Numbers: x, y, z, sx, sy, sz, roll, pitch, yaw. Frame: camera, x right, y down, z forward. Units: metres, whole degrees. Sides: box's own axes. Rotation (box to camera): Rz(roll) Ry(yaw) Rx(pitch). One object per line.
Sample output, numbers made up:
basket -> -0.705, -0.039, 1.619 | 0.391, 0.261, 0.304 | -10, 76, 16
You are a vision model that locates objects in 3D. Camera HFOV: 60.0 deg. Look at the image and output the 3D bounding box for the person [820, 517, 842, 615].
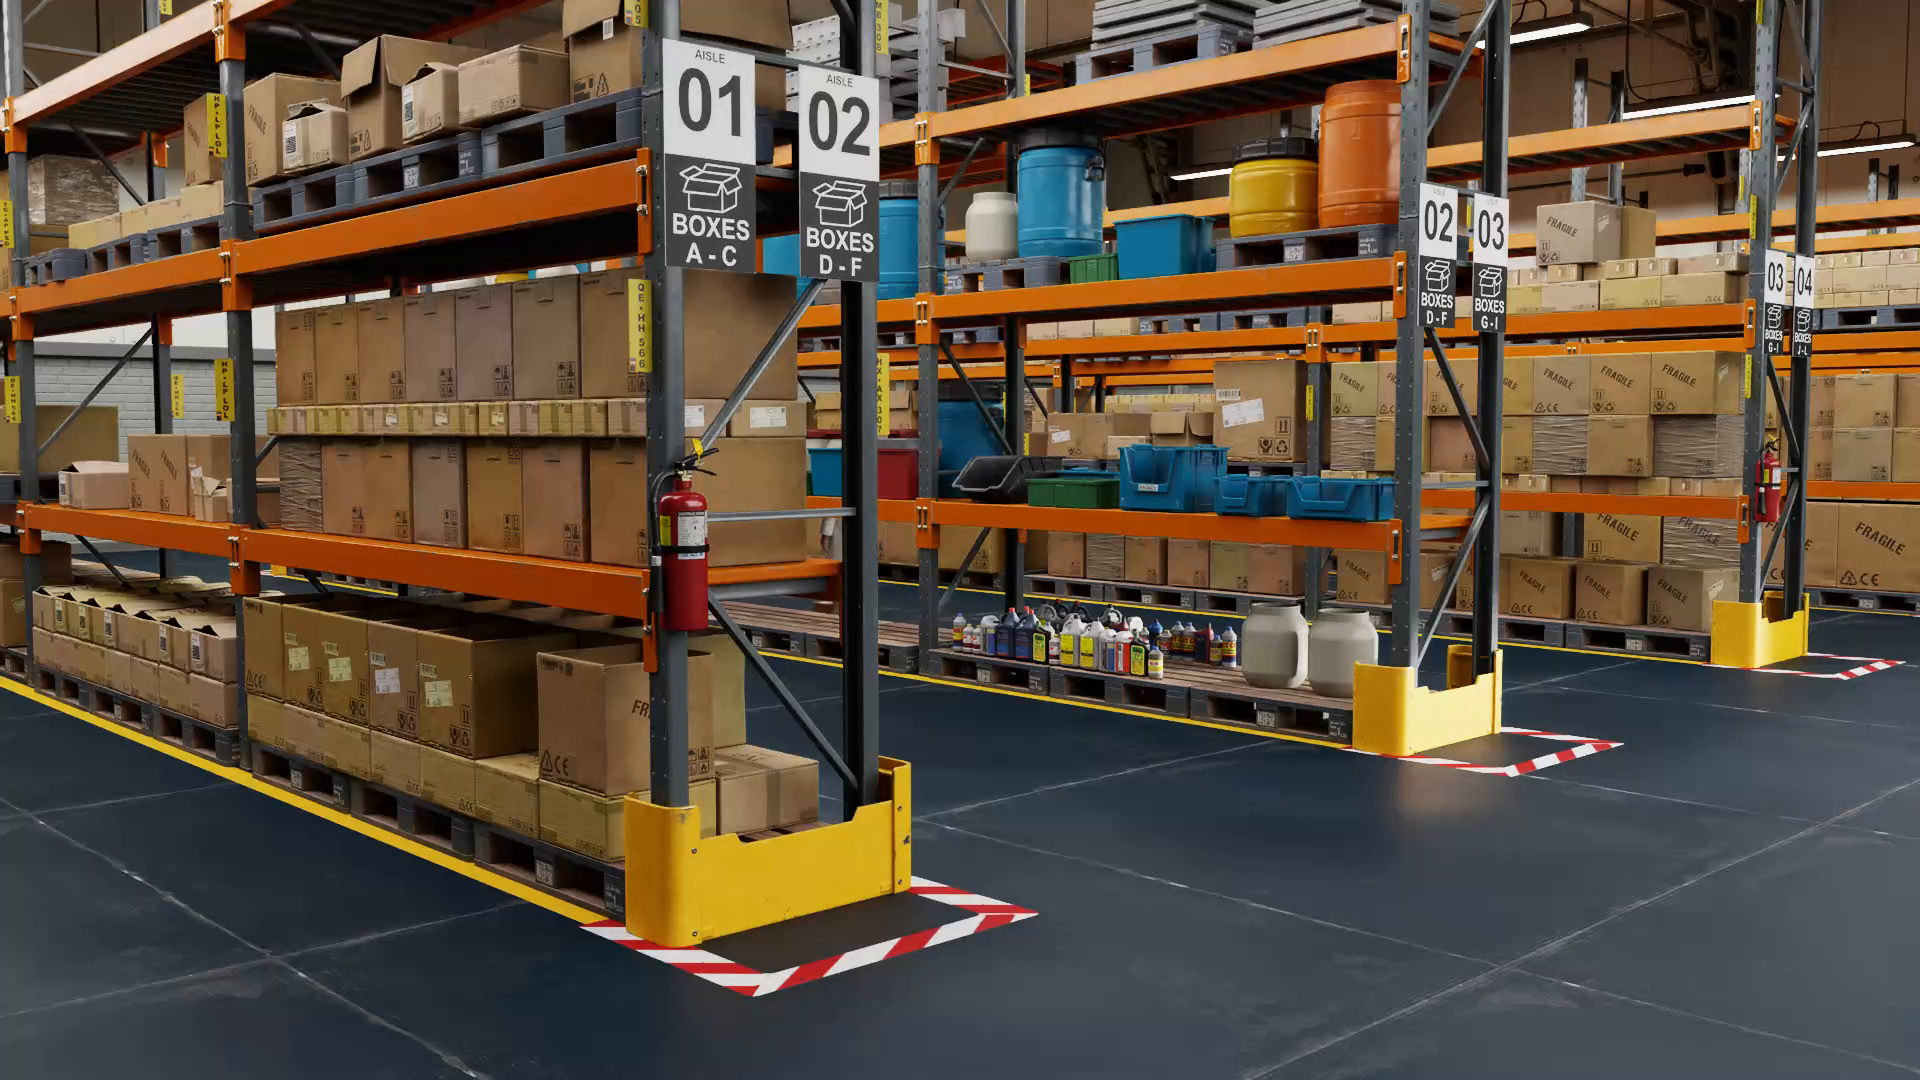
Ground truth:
person -> -0.999, -0.052, 15.013 | 0.652, 1.774, 0.416 | -4, 5, -45
